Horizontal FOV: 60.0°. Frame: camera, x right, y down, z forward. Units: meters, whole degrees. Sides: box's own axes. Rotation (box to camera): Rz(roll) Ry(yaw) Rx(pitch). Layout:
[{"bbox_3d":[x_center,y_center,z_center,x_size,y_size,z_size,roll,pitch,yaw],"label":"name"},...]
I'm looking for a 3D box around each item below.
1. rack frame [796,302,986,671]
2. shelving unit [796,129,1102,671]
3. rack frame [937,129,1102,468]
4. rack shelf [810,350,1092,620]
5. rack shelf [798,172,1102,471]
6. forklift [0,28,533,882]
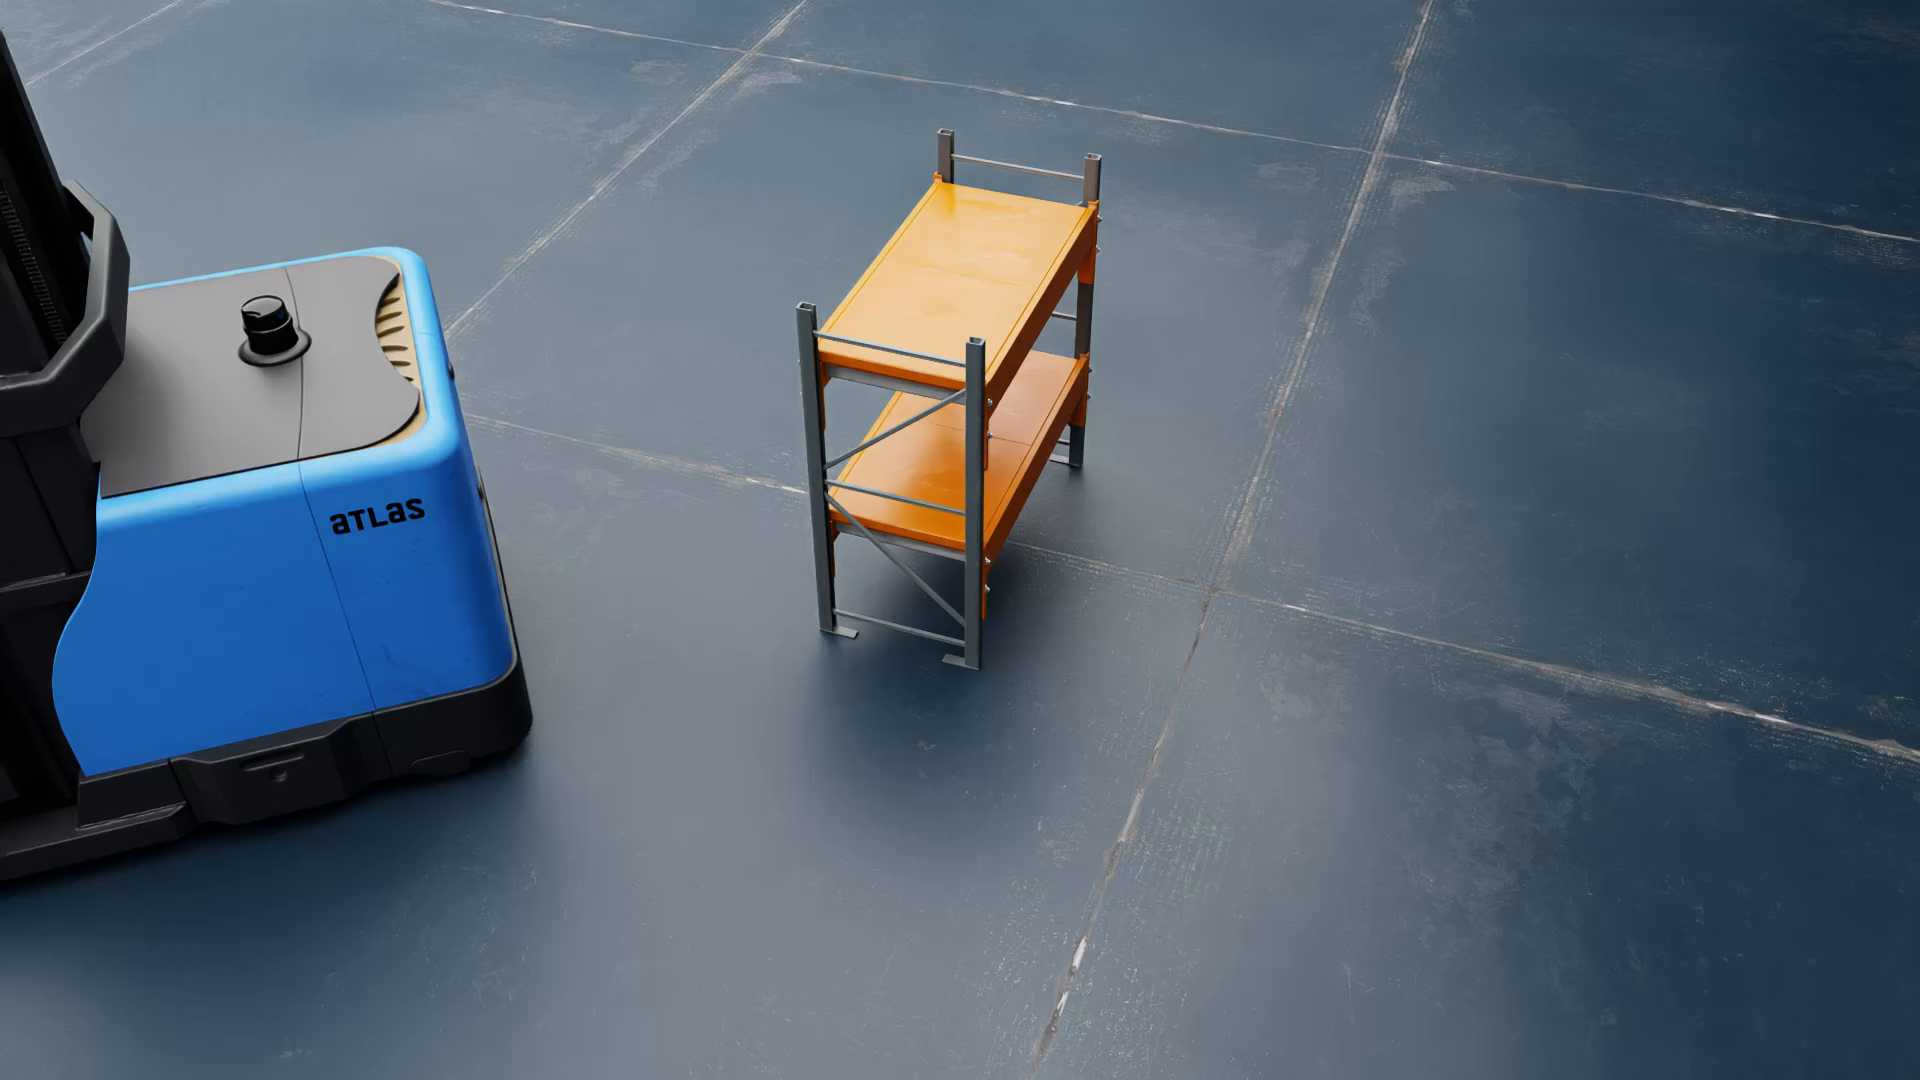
[{"bbox_3d":[-0.176,-0.114,4.517,0.500,1.125,0.032,13,42,15],"label":"rack frame"},{"bbox_3d":[-0.002,-0.424,4.880,0.538,1.125,1.048,13,42,15],"label":"shelving unit"},{"bbox_3d":[0.172,-0.734,5.243,0.500,1.125,0.032,13,42,15],"label":"rack frame"},{"bbox_3d":[-0.002,-0.238,5.039,0.538,0.278,1.000,13,42,15],"label":"rack shelf"},{"bbox_3d":[-0.002,-0.646,4.690,0.538,0.278,1.000,13,42,15],"label":"rack shelf"},{"bbox_3d":[-2.744,-0.513,3.593,3.031,2.935,1.130,-13,42,-14],"label":"forklift"}]
